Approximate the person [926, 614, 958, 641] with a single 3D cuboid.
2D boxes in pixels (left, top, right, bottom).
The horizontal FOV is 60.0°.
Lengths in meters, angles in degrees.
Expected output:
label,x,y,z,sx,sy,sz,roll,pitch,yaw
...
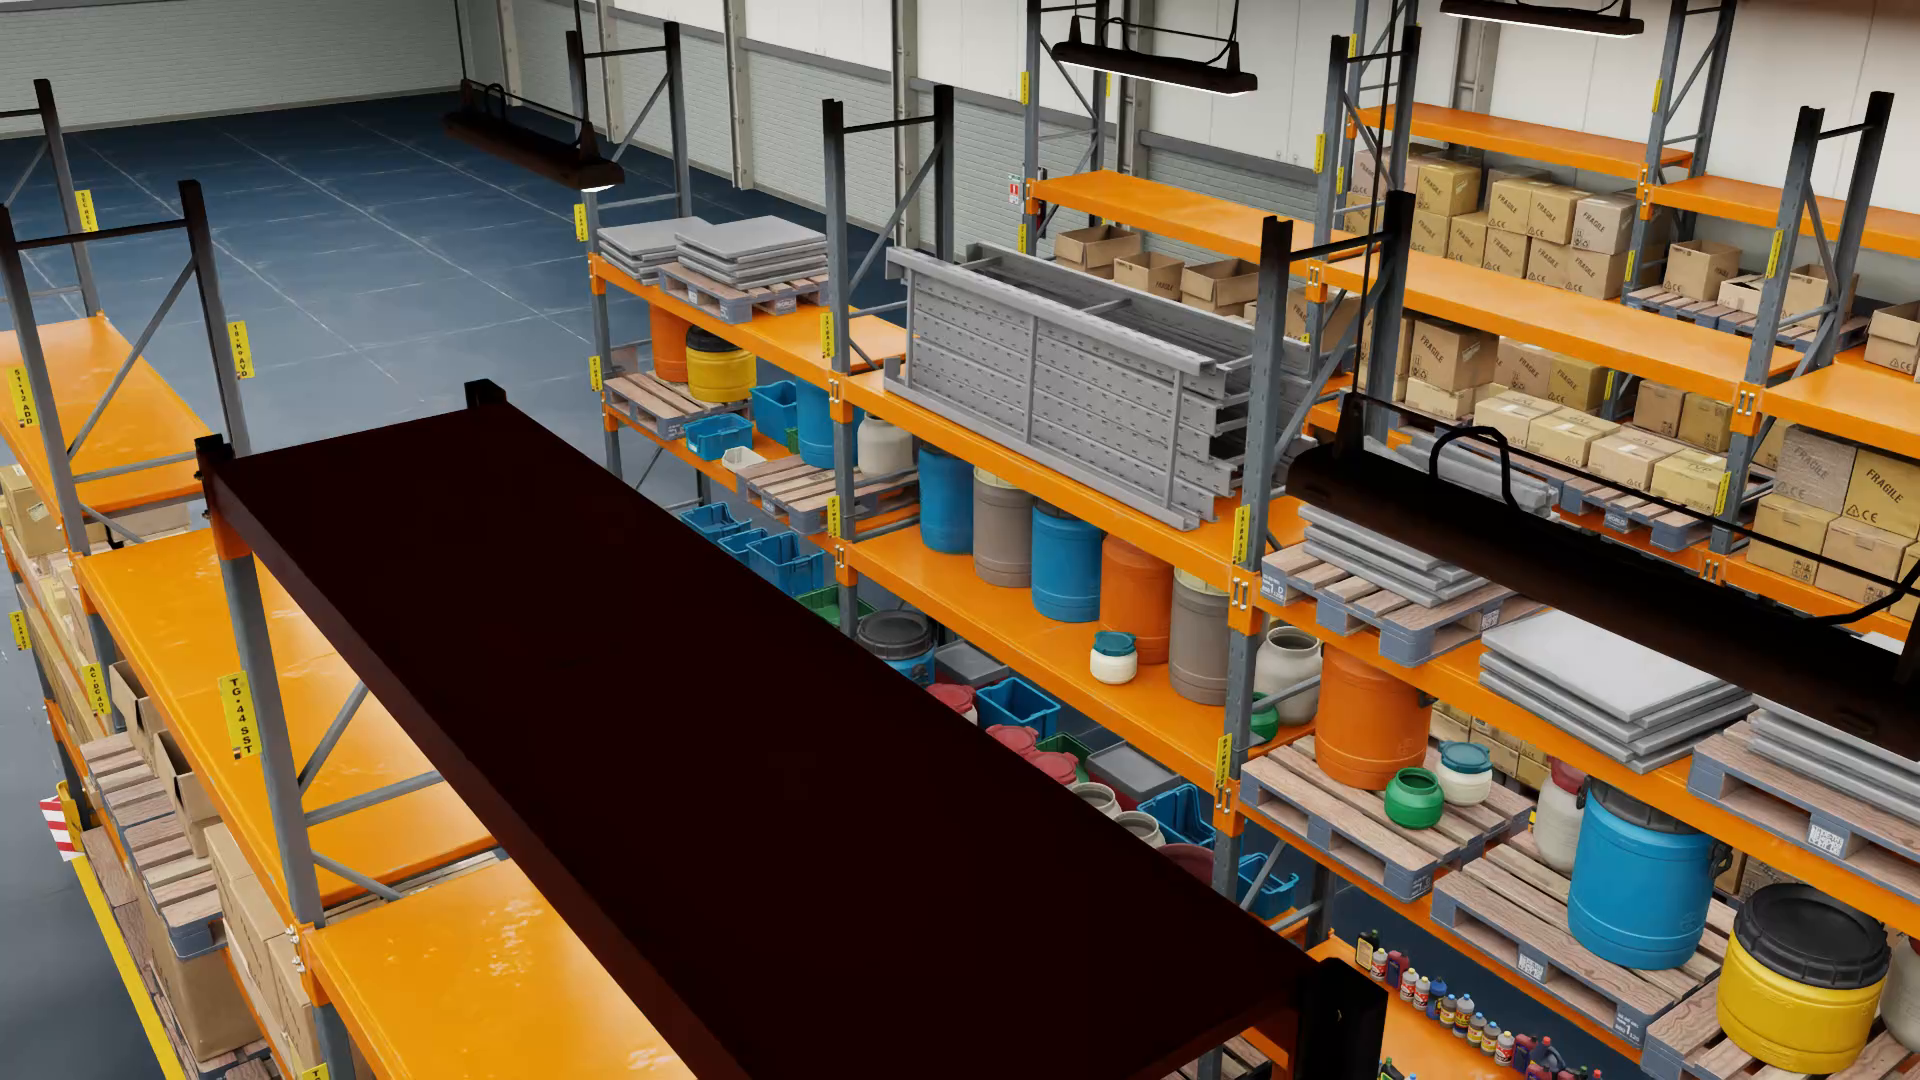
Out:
label,x,y,z,sx,sy,sz,roll,pitch,yaw
person,-0.085,0.596,15.852,0.502,1.578,0.484,-18,30,-34
